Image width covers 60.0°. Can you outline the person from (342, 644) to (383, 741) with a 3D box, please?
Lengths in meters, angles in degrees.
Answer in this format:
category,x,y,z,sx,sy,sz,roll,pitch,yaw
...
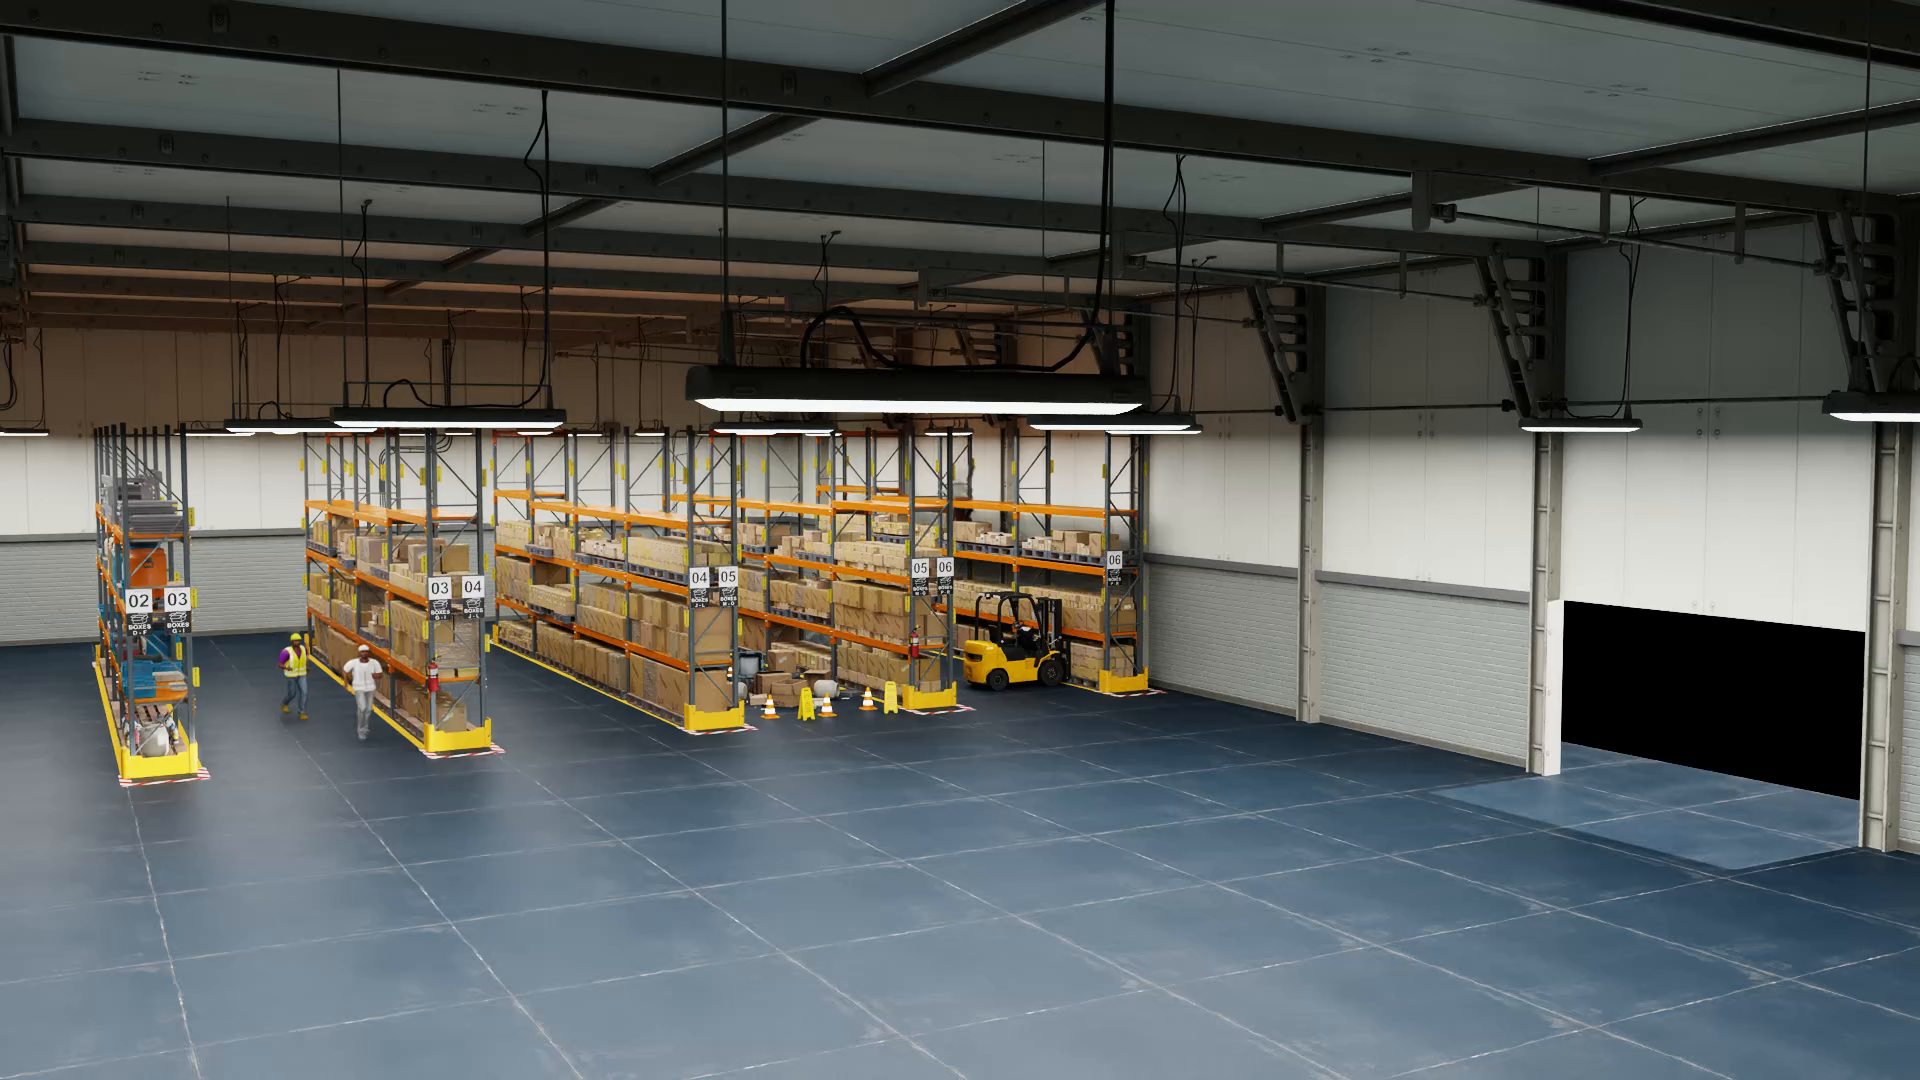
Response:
category,x,y,z,sx,sy,sz,roll,pitch,yaw
person,-11.425,2.912,31.885,0.672,1.831,0.770,-2,4,-36

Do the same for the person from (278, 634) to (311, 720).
category,x,y,z,sx,sy,sz,roll,pitch,yaw
person,-13.619,2.779,34.038,0.681,1.754,0.948,-3,5,-44

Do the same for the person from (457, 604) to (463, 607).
category,x,y,z,sx,sy,sz,roll,pitch,yaw
person,-13.606,2.149,45.420,0.582,1.696,0.810,-2,4,-24
